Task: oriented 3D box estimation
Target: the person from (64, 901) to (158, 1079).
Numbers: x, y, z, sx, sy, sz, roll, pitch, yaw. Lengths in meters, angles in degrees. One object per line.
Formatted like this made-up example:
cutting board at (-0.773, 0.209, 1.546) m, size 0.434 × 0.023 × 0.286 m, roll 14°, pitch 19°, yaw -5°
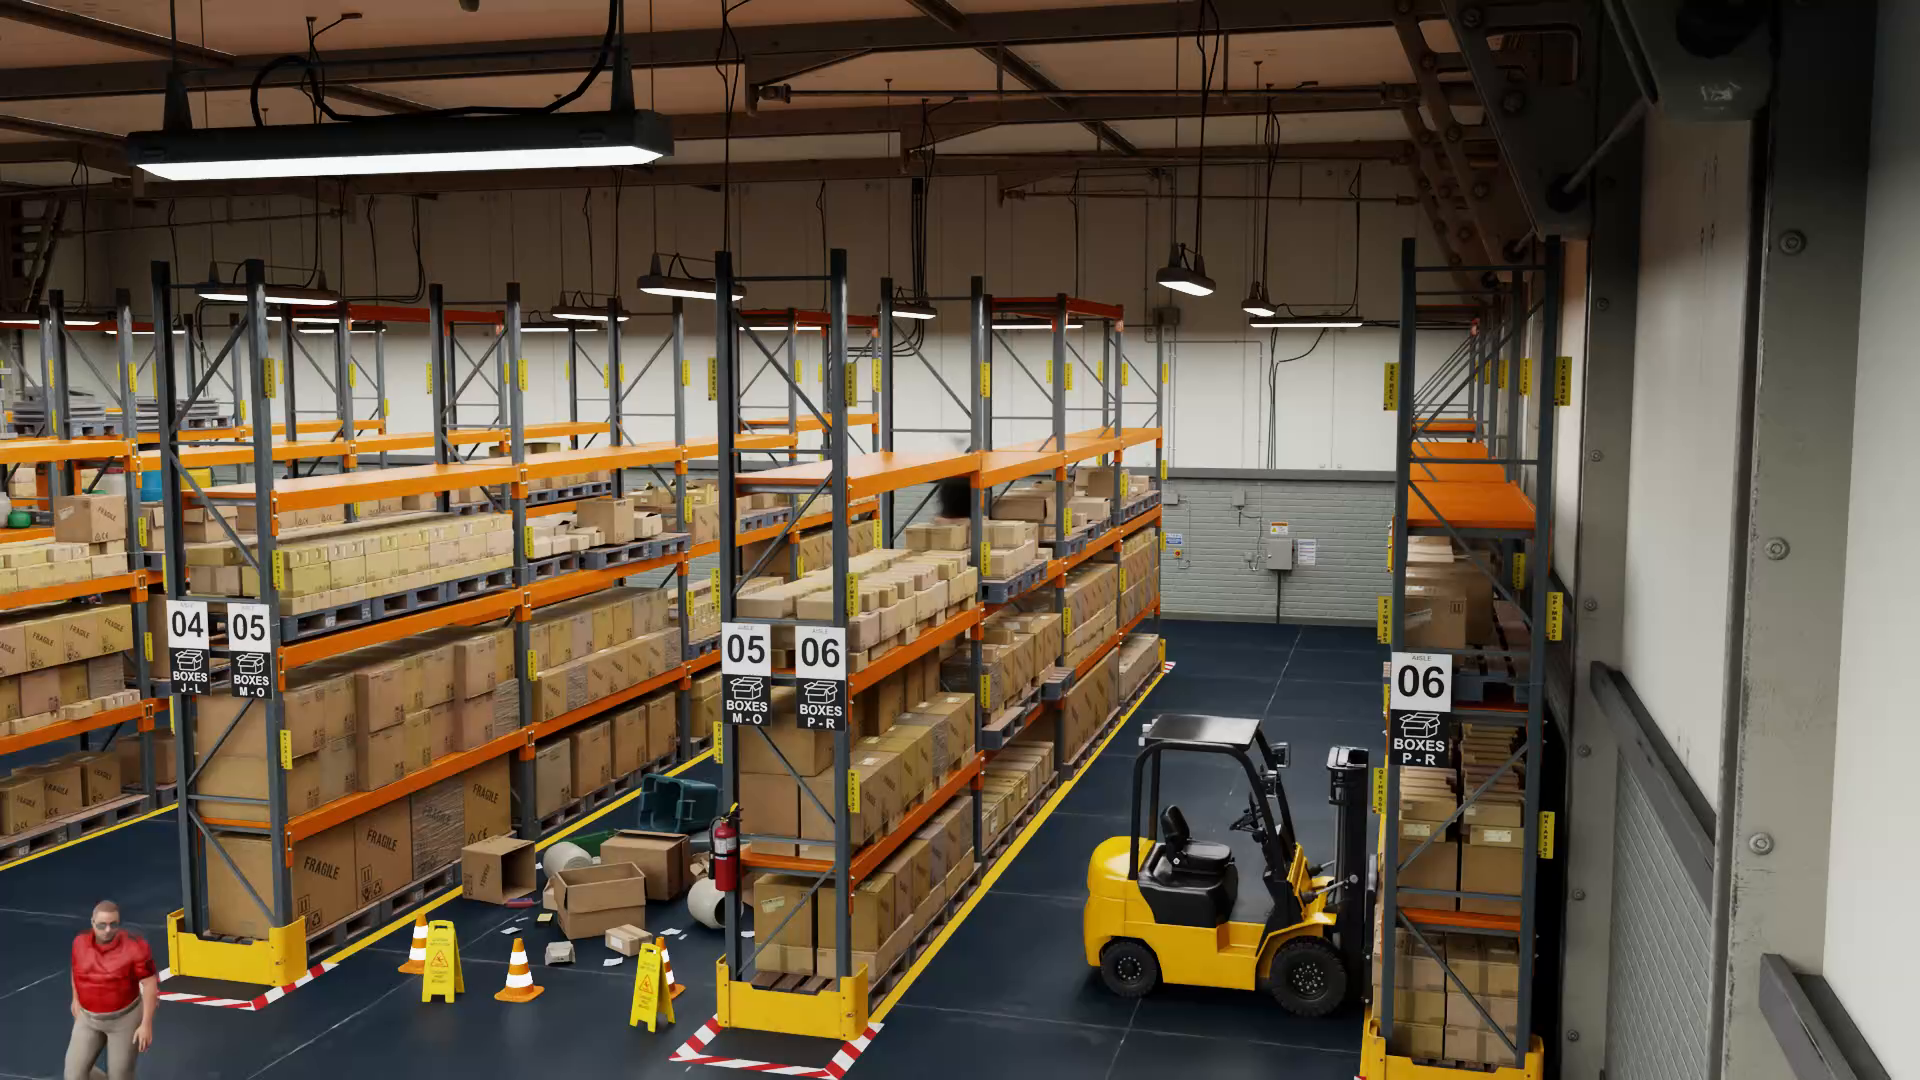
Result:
person at (-5.647, 3.170, 11.056) m, size 0.709 × 1.689 × 0.570 m, roll 0°, pitch 6°, yaw -1°
